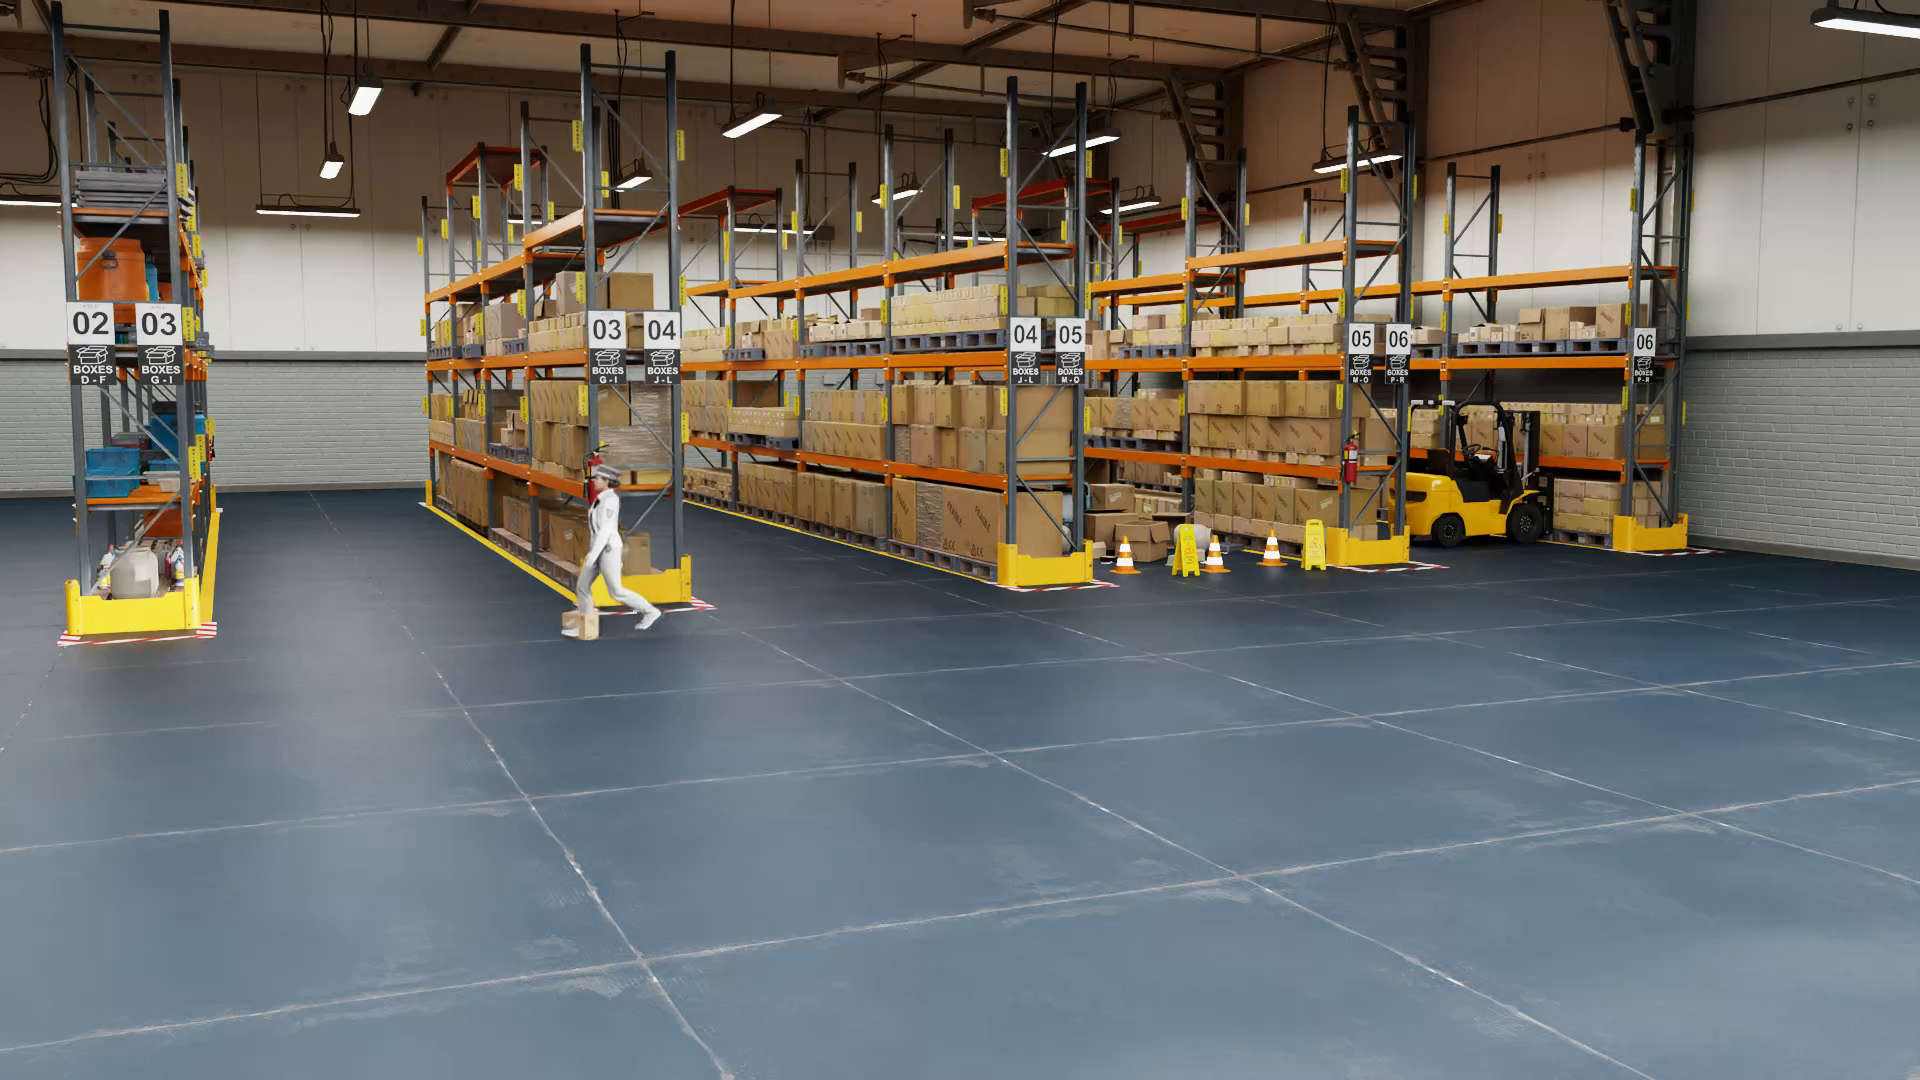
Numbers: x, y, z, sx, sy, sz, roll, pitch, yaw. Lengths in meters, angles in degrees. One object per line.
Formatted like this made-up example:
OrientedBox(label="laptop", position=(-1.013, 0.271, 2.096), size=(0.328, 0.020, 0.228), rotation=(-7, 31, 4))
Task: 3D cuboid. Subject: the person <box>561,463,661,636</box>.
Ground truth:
OrientedBox(label="person", position=(-3.335, 0.092, 15.775), size=(0.902, 1.643, 0.485), rotation=(-2, 6, -24))
